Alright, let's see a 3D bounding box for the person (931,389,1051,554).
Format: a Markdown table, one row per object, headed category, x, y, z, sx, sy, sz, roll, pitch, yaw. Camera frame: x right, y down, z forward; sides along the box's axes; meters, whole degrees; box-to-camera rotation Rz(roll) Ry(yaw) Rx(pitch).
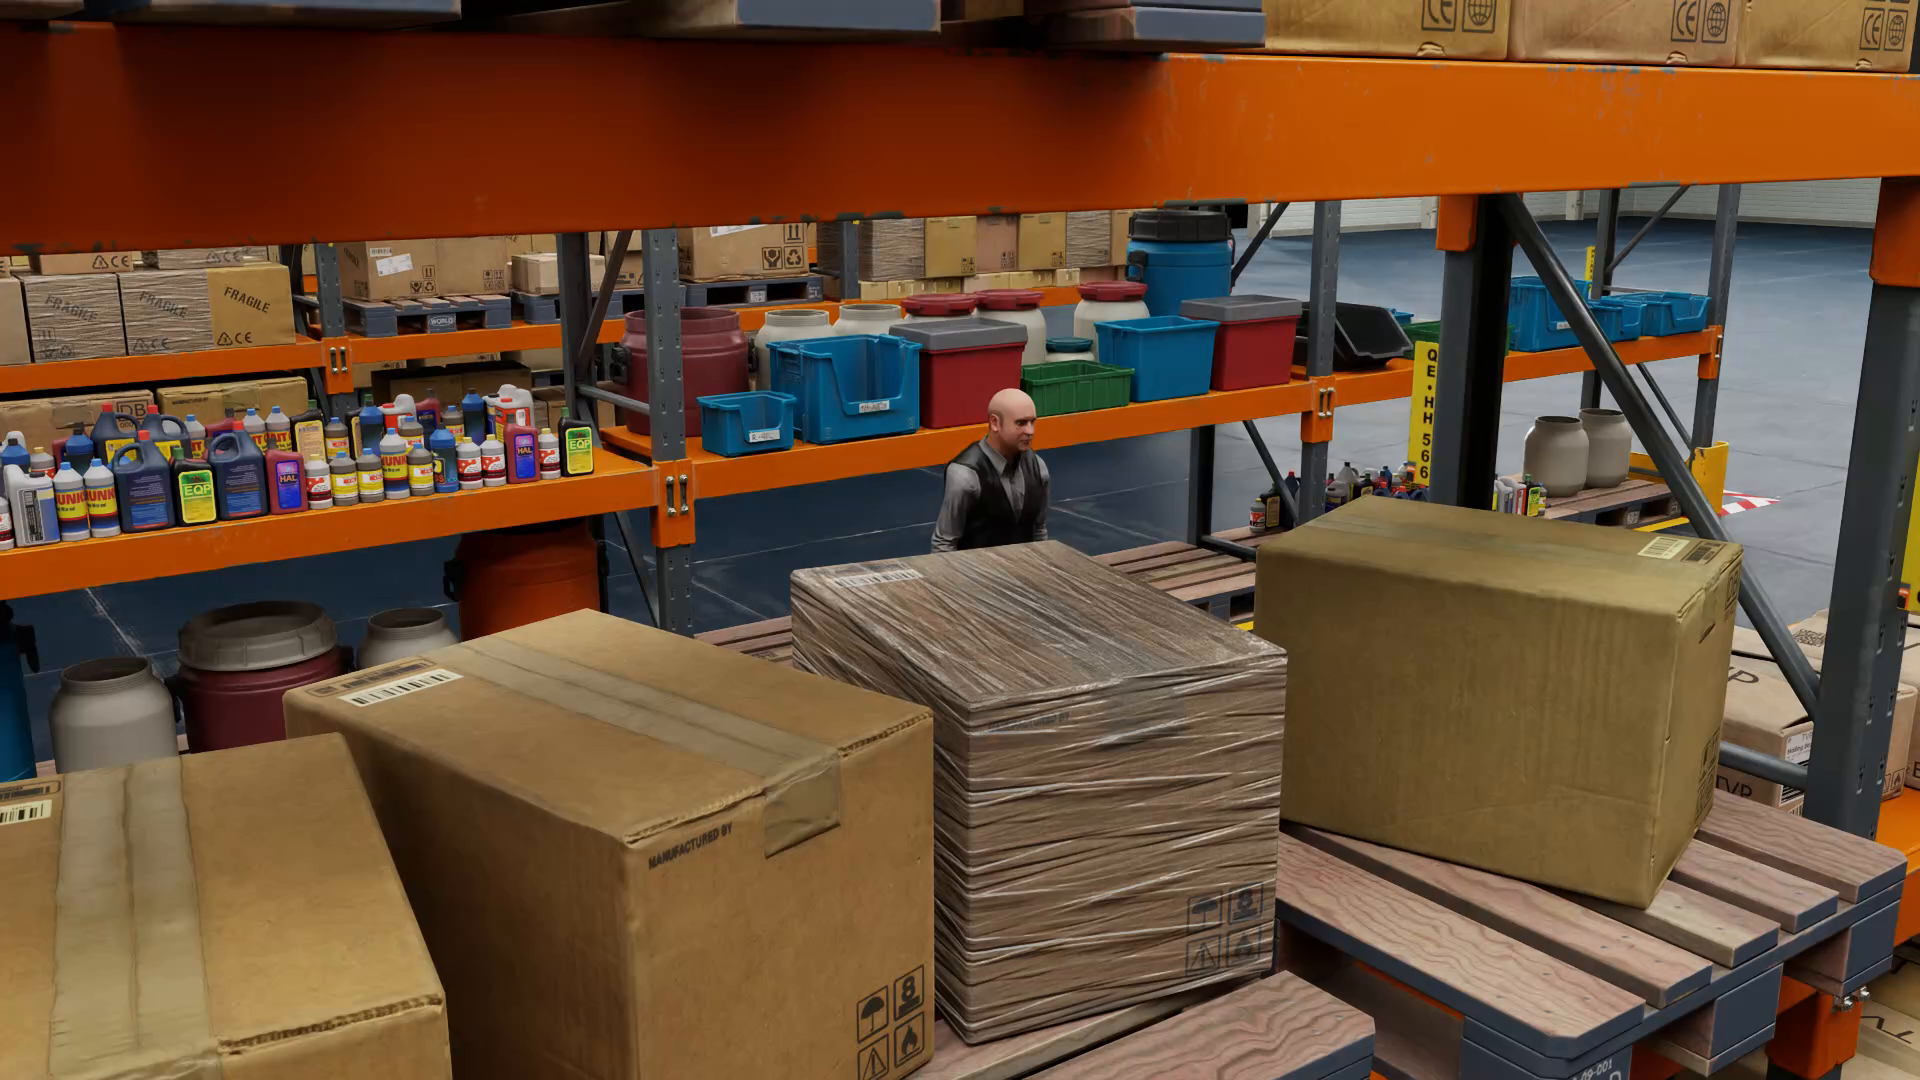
| category | x | y | z | sx | sy | sz | roll | pitch | yaw |
| --- | --- | --- | --- | --- | --- | --- | --- | --- | --- |
| person | 0.147 | 0.246 | 6.626 | 0.589 | 1.720 | 0.475 | -12 | 18 | -38 |
